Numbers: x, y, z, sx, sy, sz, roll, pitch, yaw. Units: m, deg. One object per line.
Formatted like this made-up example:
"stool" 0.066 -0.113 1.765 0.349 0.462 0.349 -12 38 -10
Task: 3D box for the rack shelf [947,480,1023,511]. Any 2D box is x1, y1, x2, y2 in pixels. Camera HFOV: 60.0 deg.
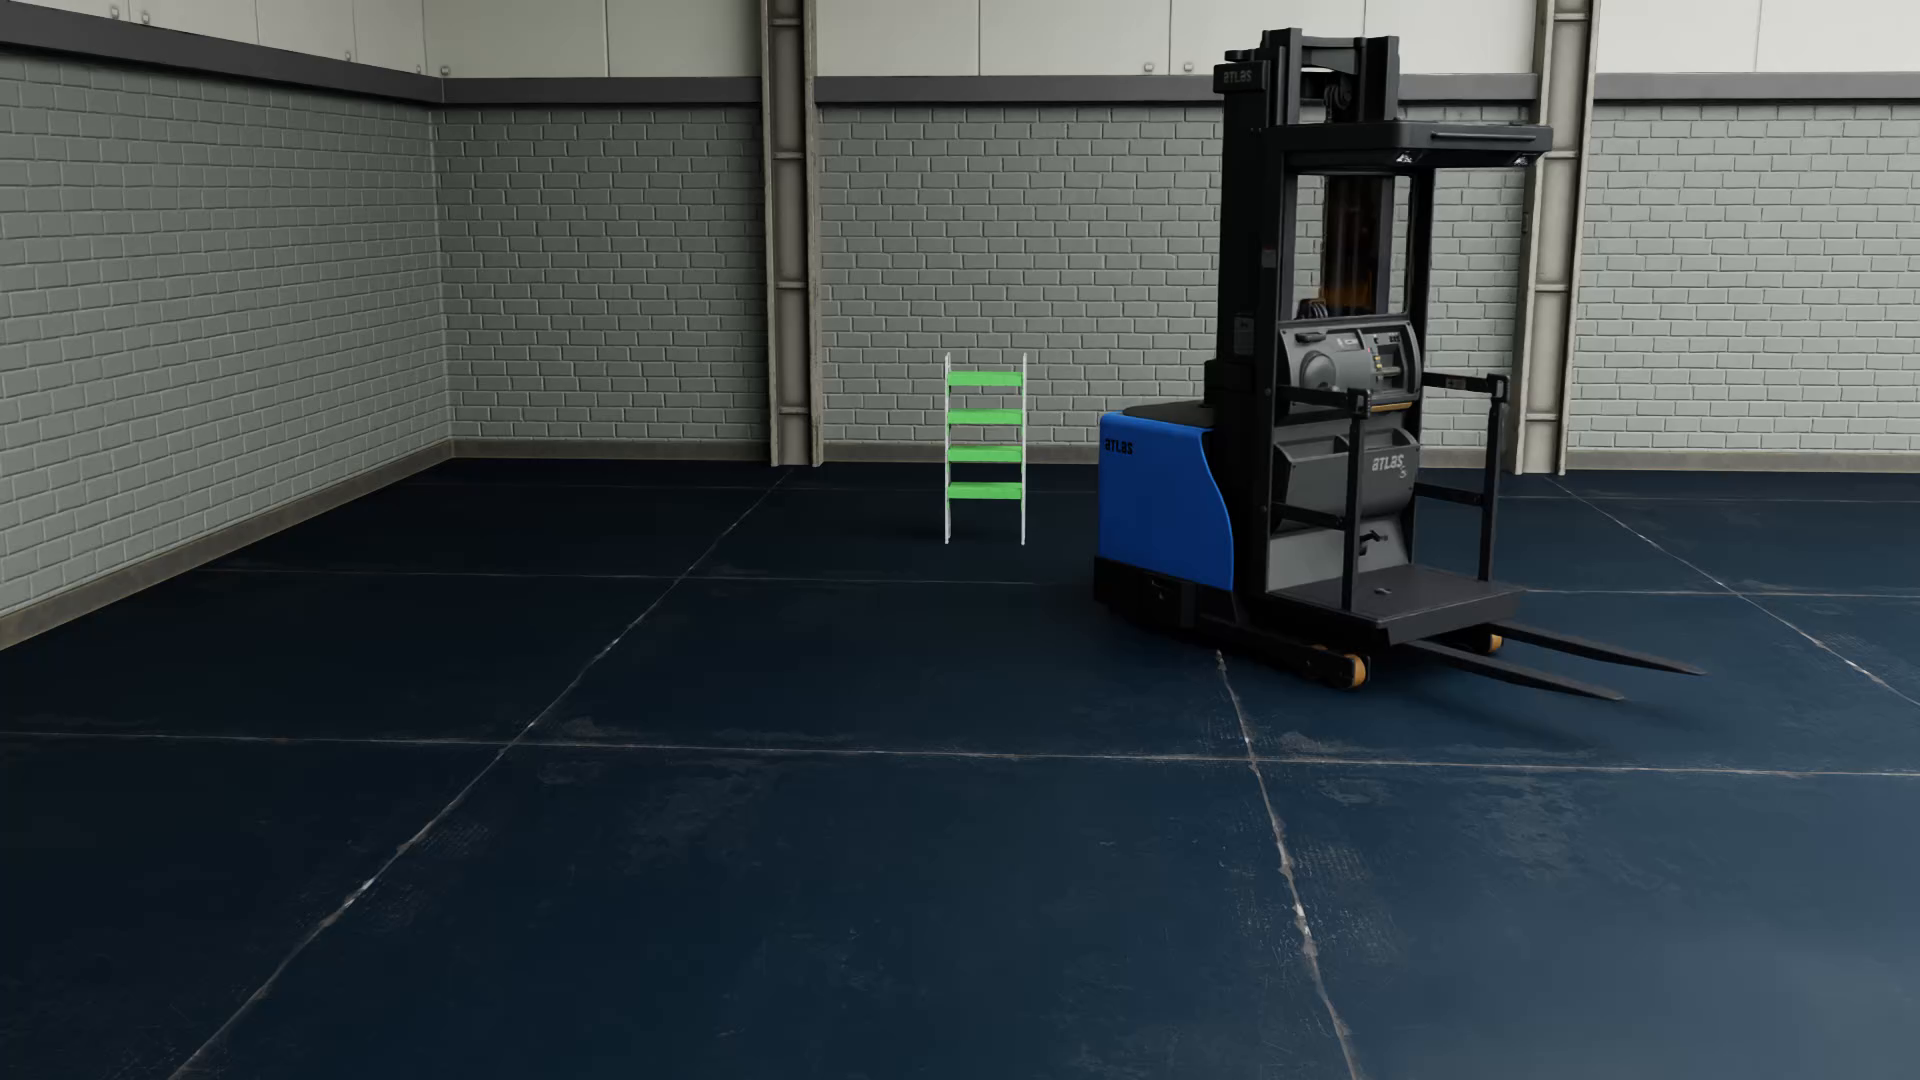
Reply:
"rack shelf" 0.165 -0.288 10.697 0.480 0.148 0.258 1 12 4

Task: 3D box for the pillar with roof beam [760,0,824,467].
"pillar with roof beam" -1.637 -4.161 8.680 0.400 9.000 9.100 1 12 4

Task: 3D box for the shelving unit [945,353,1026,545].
"shelving unit" 0.165 -0.585 10.634 0.503 1.200 0.258 1 12 4

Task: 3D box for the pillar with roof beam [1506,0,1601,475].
"pillar with roof beam" 4.349 -4.079 8.287 0.400 9.000 9.100 1 12 4

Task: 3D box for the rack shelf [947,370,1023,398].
"rack shelf" 0.165 -0.992 10.549 0.480 0.148 0.258 1 12 4

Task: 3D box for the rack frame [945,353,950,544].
"rack frame" -0.078 -0.588 10.650 0.015 1.200 0.240 1 12 4

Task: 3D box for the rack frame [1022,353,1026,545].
"rack frame" 0.409 -0.582 10.618 0.015 1.200 0.240 1 12 4

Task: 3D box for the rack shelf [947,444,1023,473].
"rack shelf" 0.165 -0.522 10.647 0.480 0.148 0.258 1 12 4

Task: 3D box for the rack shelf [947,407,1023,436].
"rack shelf" 0.165 -0.757 10.598 0.480 0.148 0.258 1 12 4

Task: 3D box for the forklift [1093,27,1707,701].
"forklift" 1.992 -0.869 7.764 1.130 2.935 3.031 -9 15 -35
